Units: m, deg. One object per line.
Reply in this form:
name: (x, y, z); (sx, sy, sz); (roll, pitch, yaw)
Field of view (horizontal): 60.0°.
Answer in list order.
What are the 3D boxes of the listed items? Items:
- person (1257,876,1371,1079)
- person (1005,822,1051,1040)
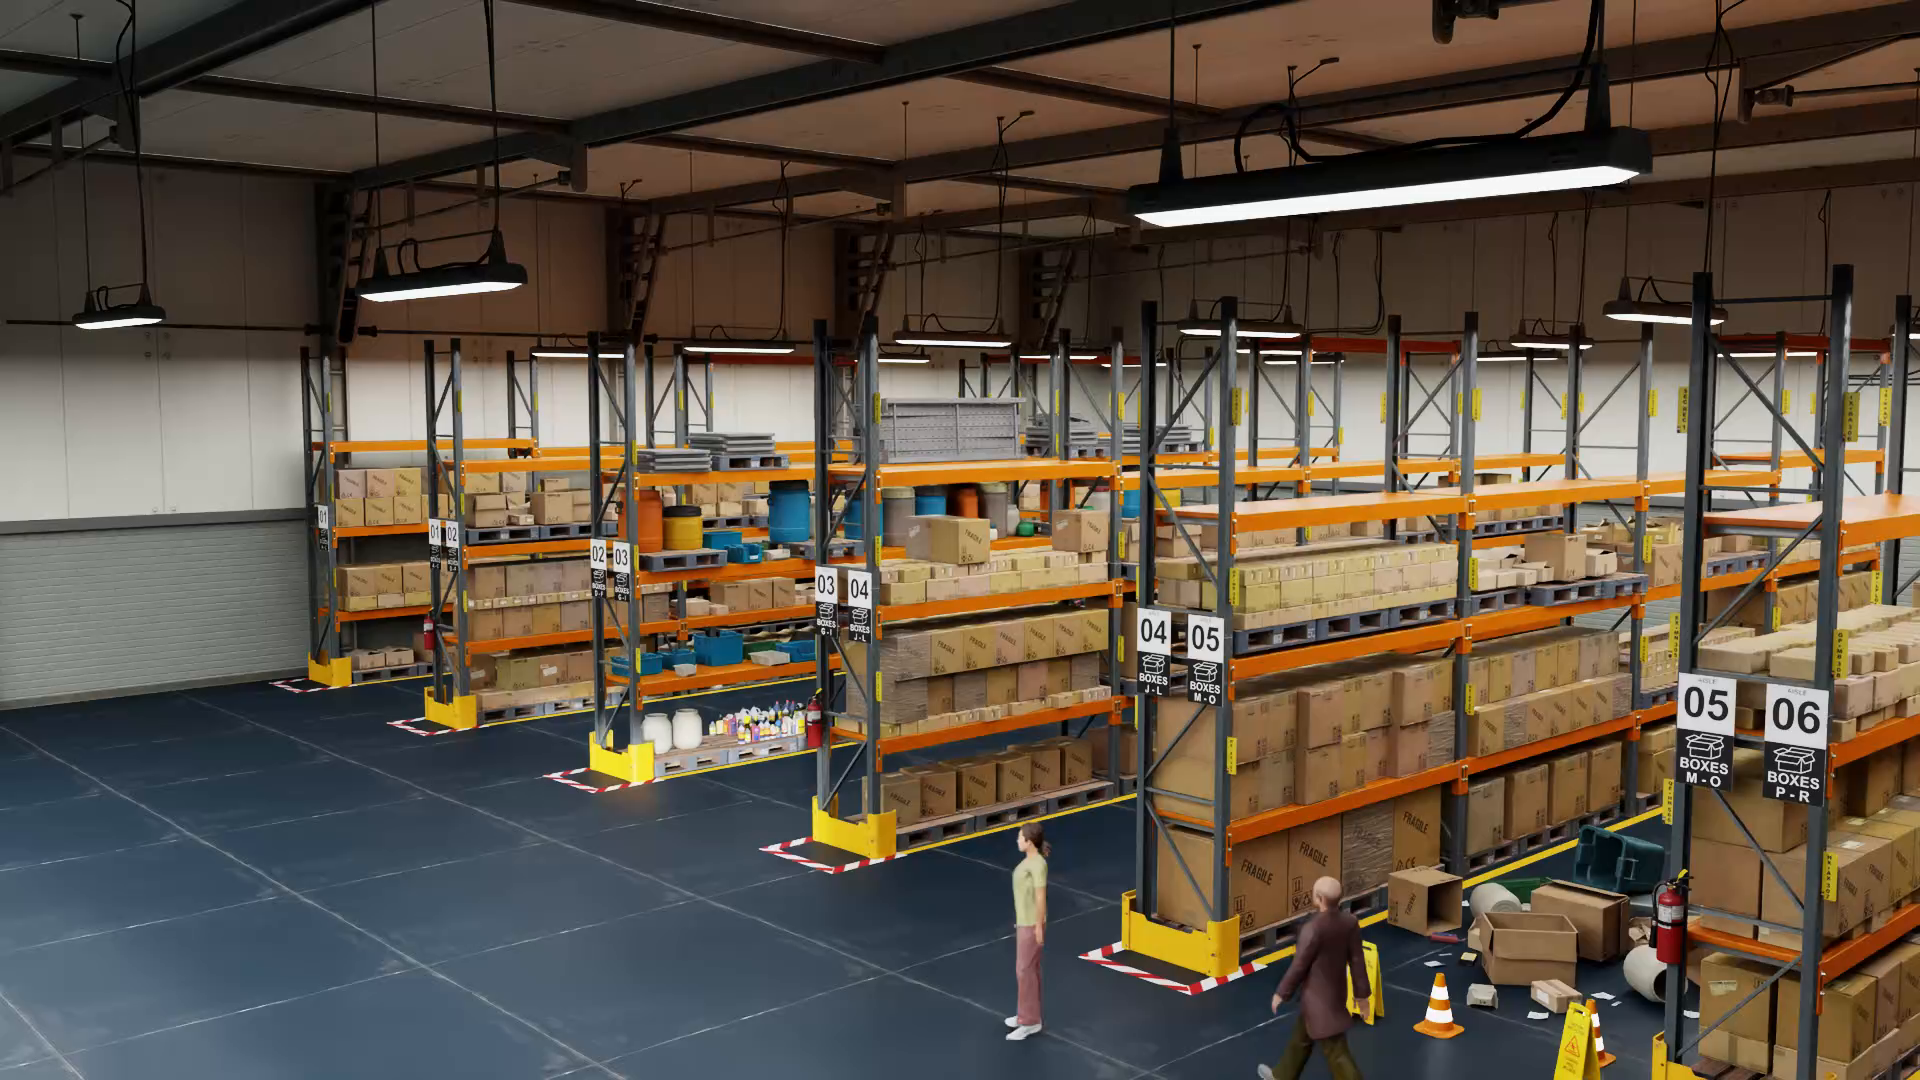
person: (2.512, 3.243, 11.882); (1.038, 1.728, 0.564); (4, 6, 36)
person: (0.556, 3.154, 13.519); (0.392, 1.712, 0.541); (0, 5, -2)
